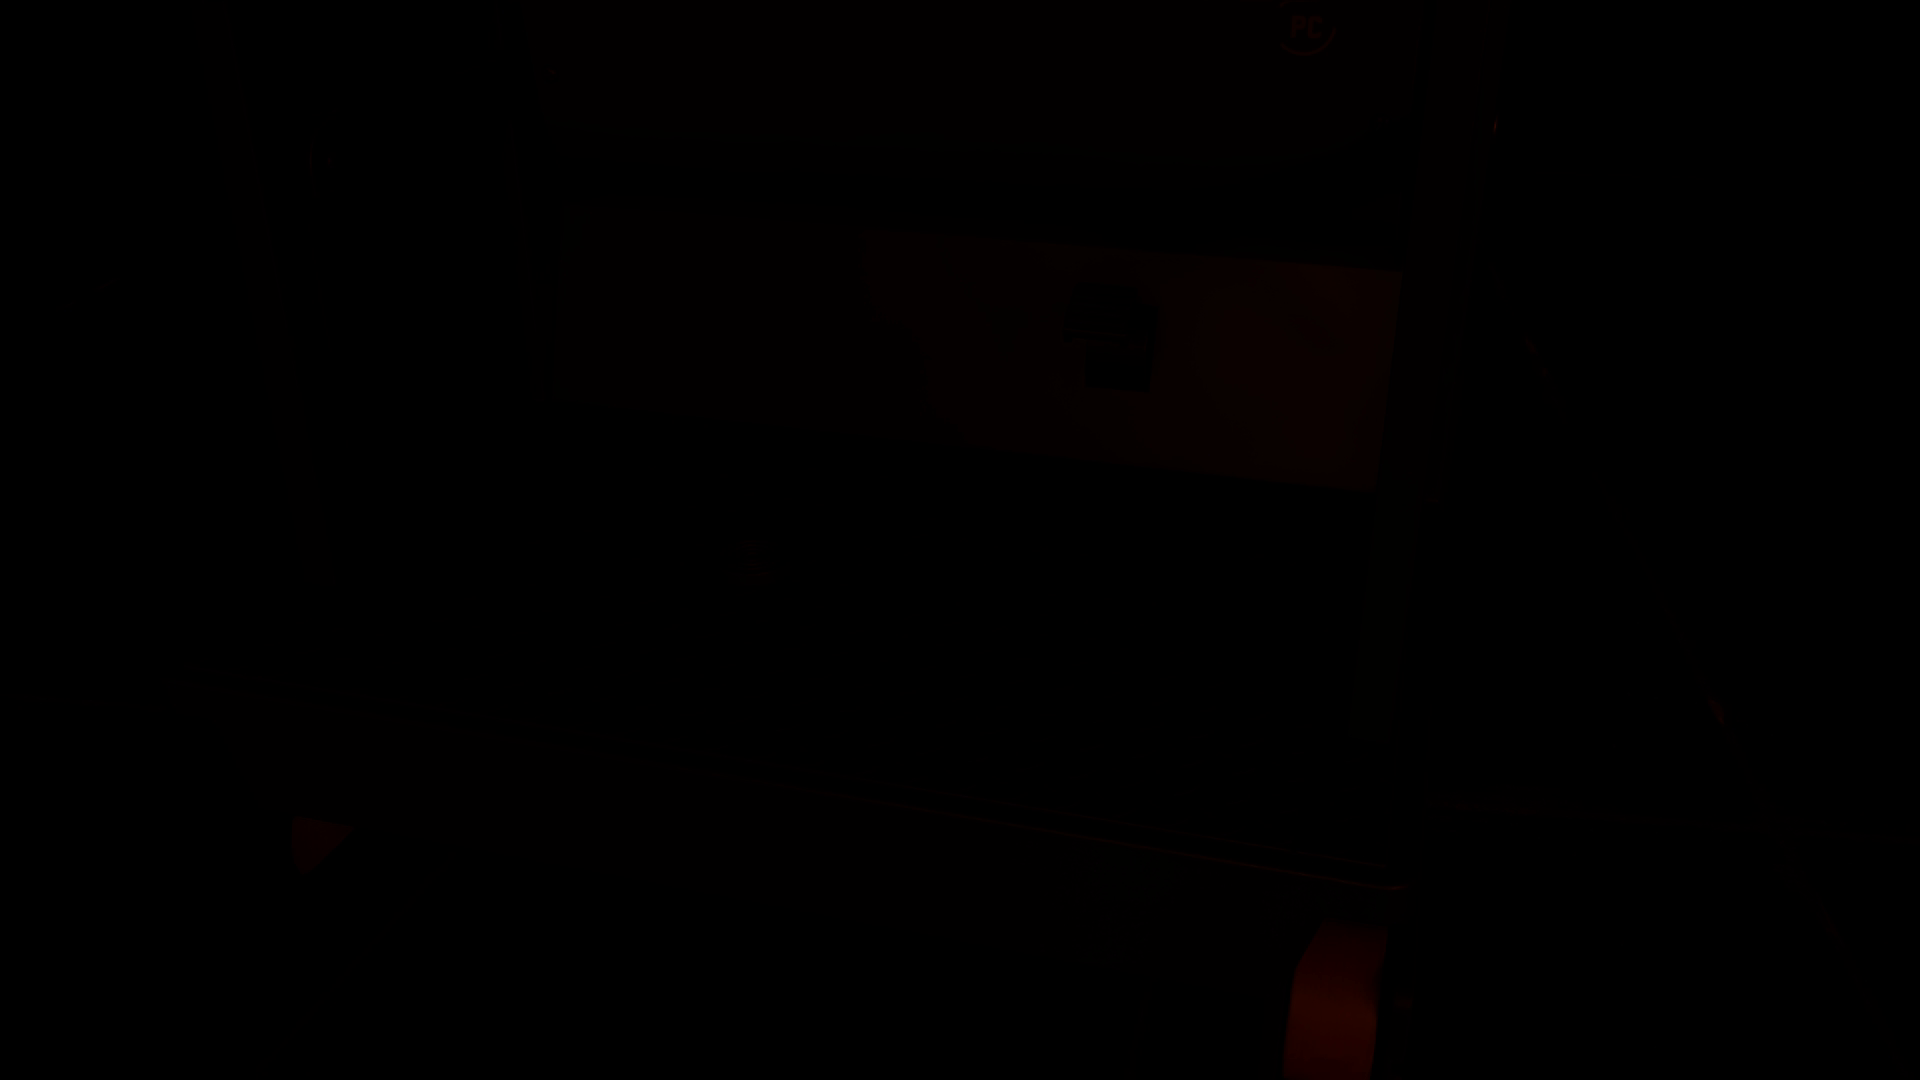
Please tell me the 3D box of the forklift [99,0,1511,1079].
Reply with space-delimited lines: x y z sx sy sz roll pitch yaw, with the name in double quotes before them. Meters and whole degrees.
"forklift" -0.062 -1.010 1.241 1.130 2.935 3.031 7 27 14
